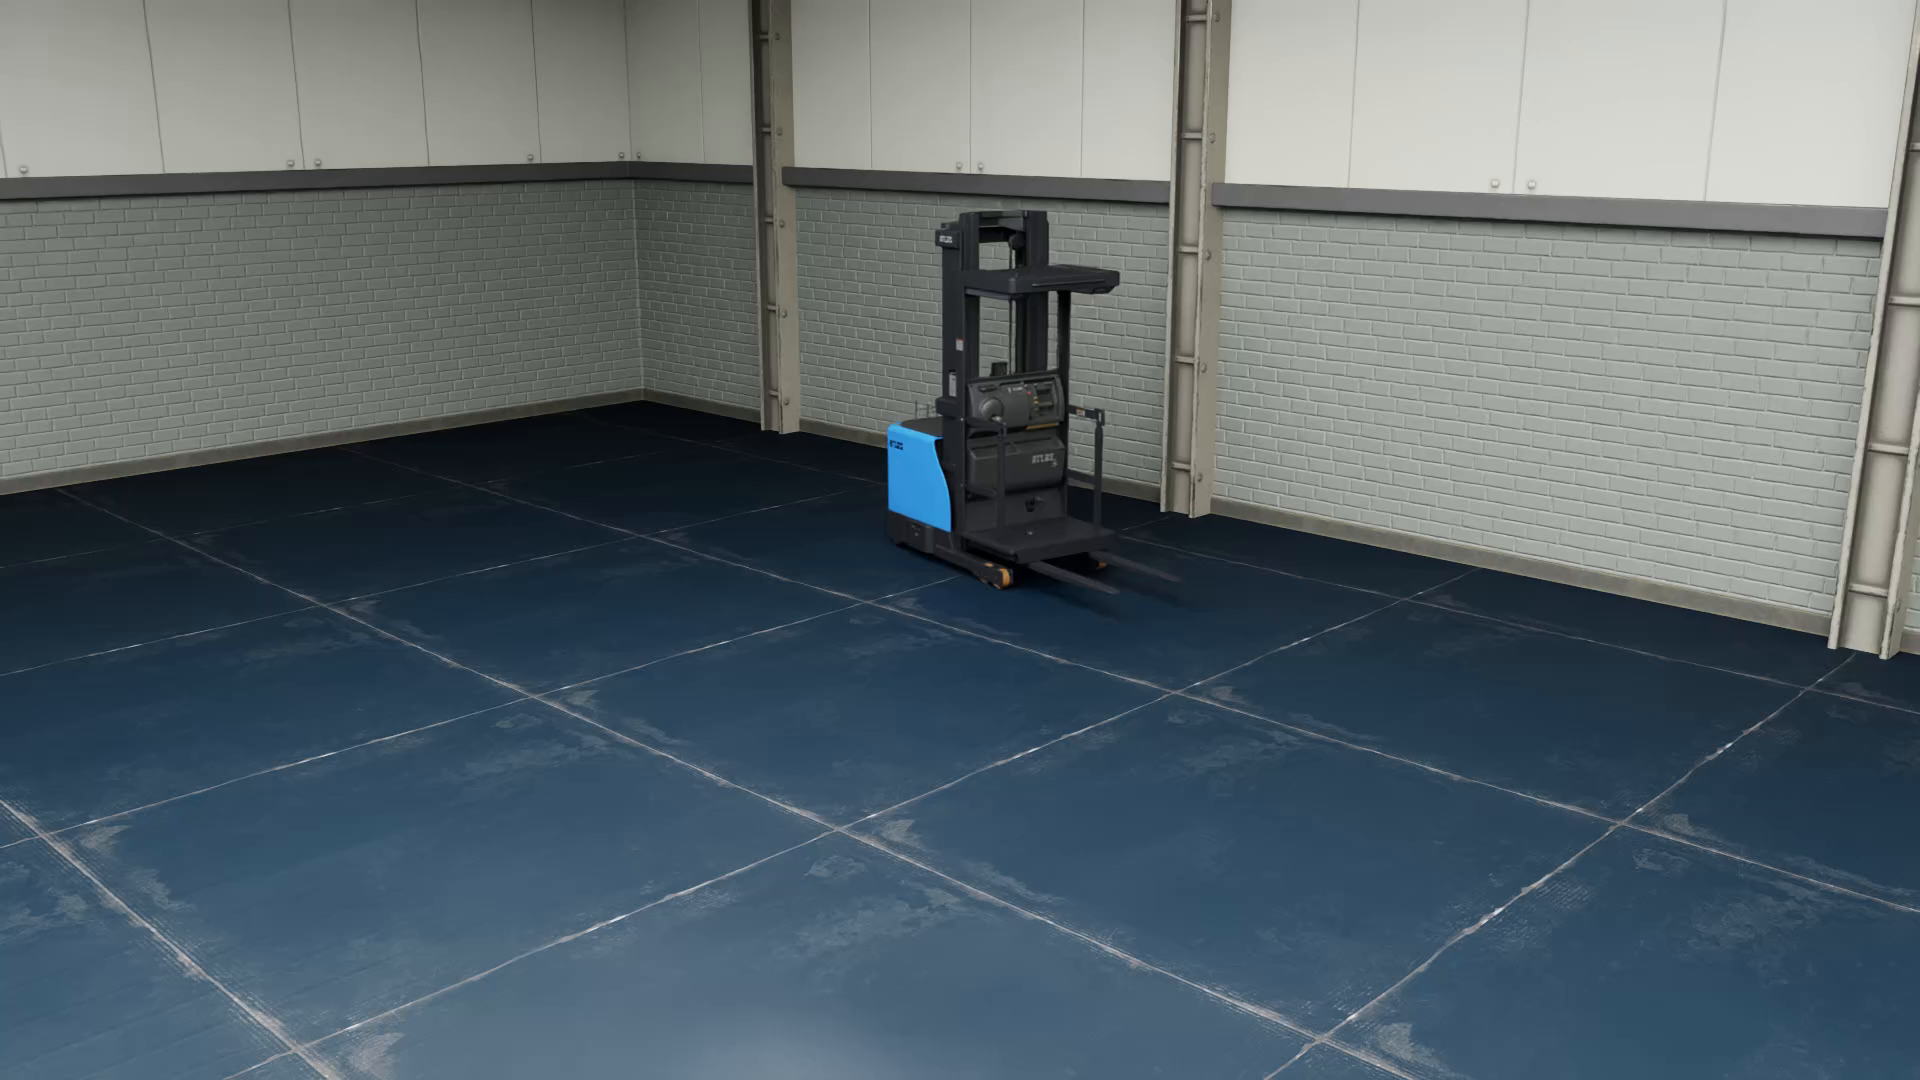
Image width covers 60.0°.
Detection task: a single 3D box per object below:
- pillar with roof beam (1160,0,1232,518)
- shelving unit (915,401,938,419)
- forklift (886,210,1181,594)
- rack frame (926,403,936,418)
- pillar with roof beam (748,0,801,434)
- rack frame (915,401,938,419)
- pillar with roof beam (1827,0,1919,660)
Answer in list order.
[{"bbox_3d":[-0.819,-3.843,11.834,0.400,9.000,9.100,14,20,42],"label":"pillar with roof beam"},{"bbox_3d":[-0.251,-0.673,15.135,0.258,1.200,0.189,-10,17,-33],"label":"shelving unit"},{"bbox_3d":[0.588,-1.162,13.579,1.130,2.935,3.031,-10,17,-33],"label":"forklift"},{"bbox_3d":[-0.200,-0.654,15.061,0.240,1.200,0.006,-10,17,-33],"label":"rack frame"},{"bbox_3d":[-5.139,-4.893,15.864,0.400,9.000,9.100,14,20,42],"label":"pillar with roof beam"},{"bbox_3d":[-0.303,-0.692,15.208,0.240,1.200,0.006,-10,17,-33],"label":"rack frame"},{"bbox_3d":[3.500,-2.793,7.804,0.400,9.000,9.100,14,20,42],"label":"pillar with roof beam"}]
